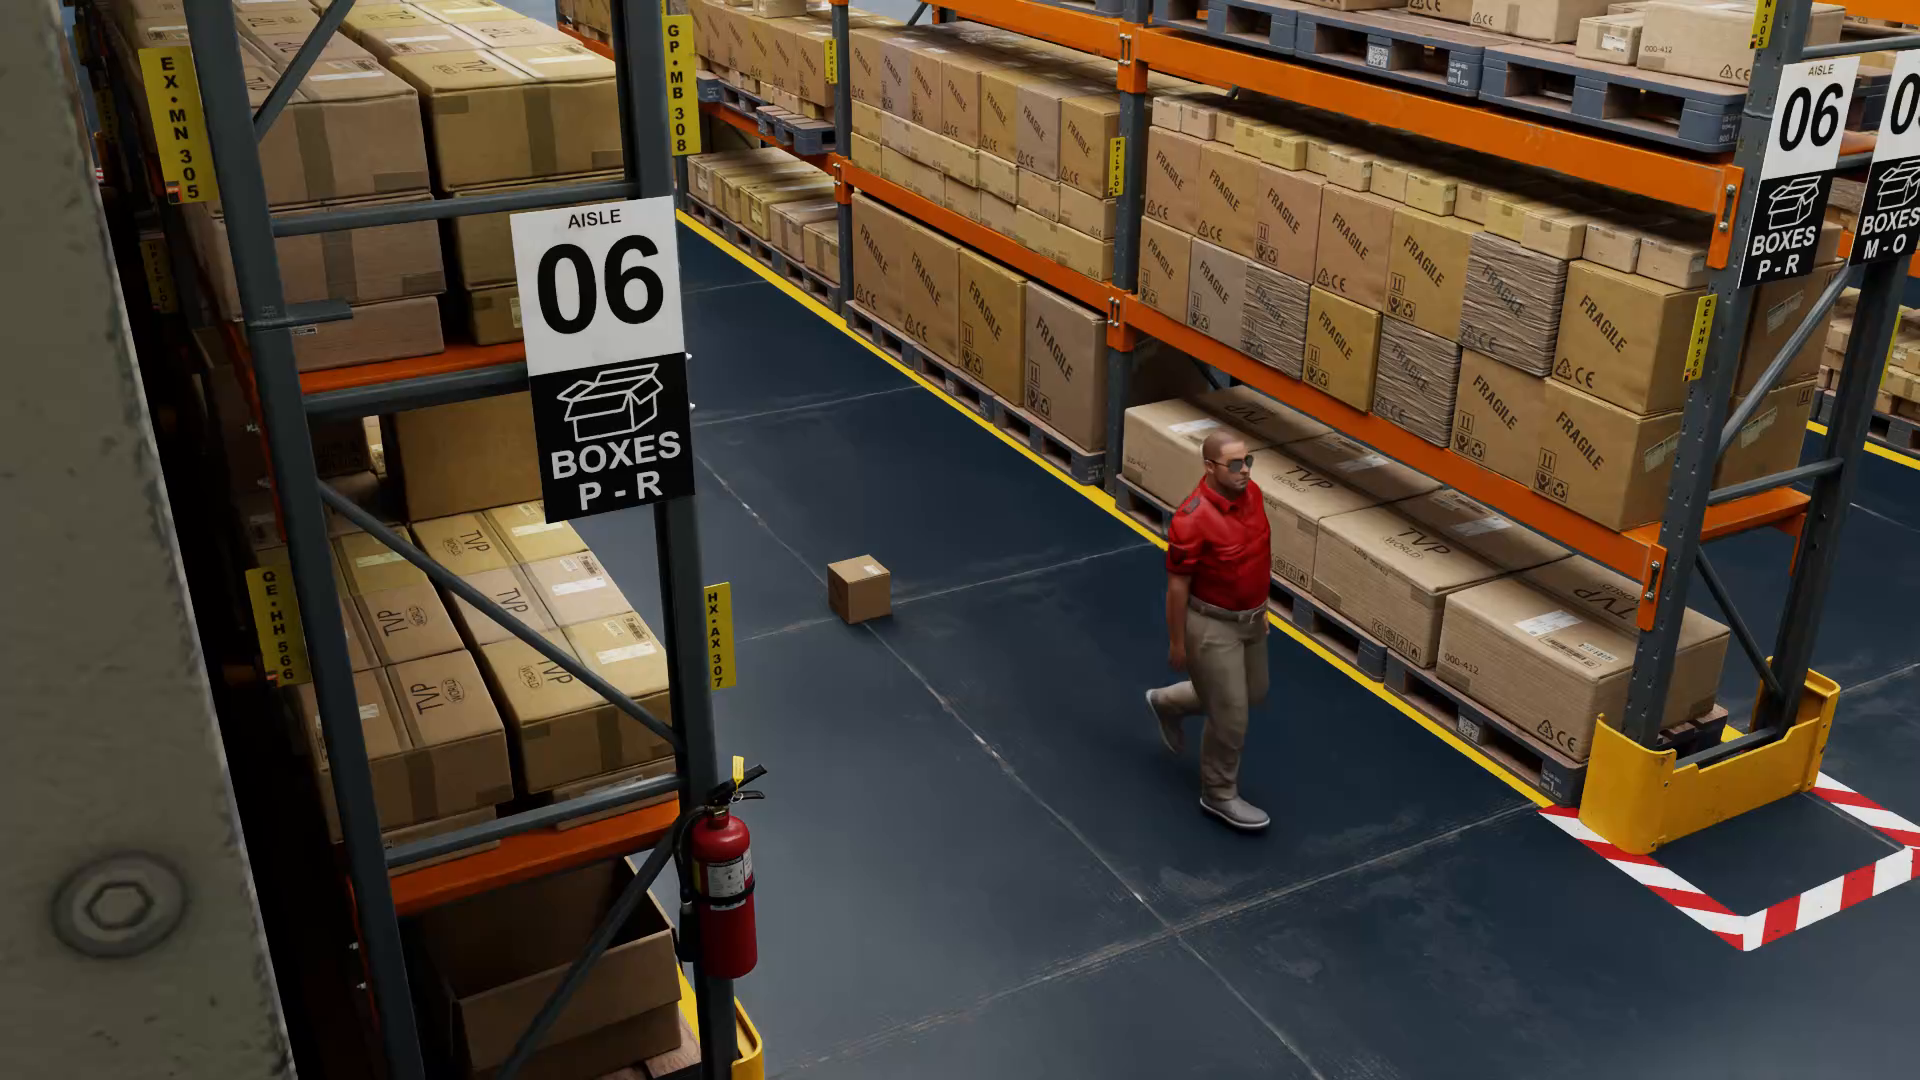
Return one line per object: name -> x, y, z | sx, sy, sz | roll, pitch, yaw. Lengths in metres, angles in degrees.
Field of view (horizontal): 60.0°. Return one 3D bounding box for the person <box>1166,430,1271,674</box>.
person -> 1.100, 0.053, 6.784 | 0.334, 1.047, 0.538 | 21, 32, 37
